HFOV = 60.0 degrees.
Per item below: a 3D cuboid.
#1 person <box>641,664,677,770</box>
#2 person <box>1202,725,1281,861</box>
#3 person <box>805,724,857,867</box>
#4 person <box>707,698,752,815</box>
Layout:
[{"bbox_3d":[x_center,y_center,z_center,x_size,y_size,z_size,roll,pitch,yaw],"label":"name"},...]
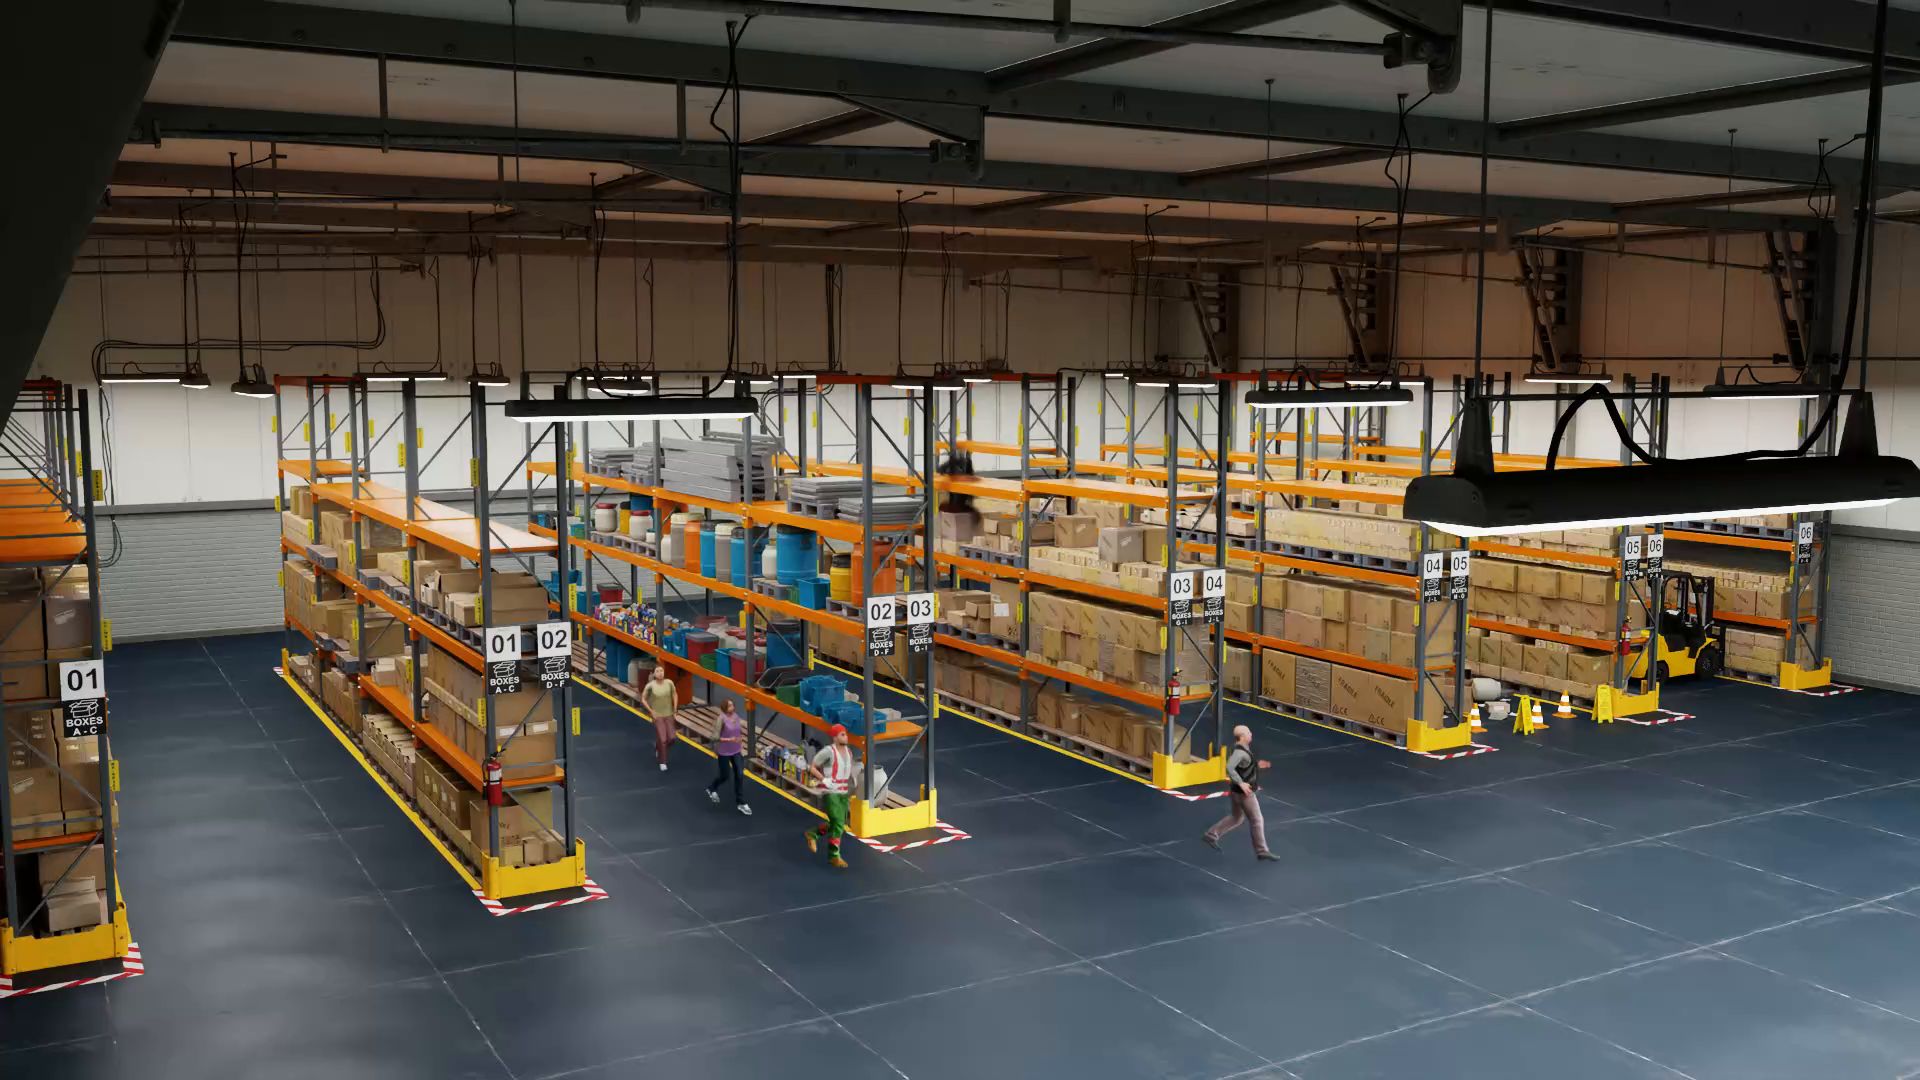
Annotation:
[{"bbox_3d":[-4.622,2.720,25.697,0.580,1.636,0.547,-3,7,-28],"label":"person"},{"bbox_3d":[3.555,3.169,20.918,0.971,1.701,0.657,0,6,2],"label":"person"},{"bbox_3d":[-1.562,3.190,20.981,0.639,1.746,0.703,5,8,39],"label":"person"},{"bbox_3d":[-3.228,2.983,23.190,0.878,1.596,0.537,6,9,44],"label":"person"}]
